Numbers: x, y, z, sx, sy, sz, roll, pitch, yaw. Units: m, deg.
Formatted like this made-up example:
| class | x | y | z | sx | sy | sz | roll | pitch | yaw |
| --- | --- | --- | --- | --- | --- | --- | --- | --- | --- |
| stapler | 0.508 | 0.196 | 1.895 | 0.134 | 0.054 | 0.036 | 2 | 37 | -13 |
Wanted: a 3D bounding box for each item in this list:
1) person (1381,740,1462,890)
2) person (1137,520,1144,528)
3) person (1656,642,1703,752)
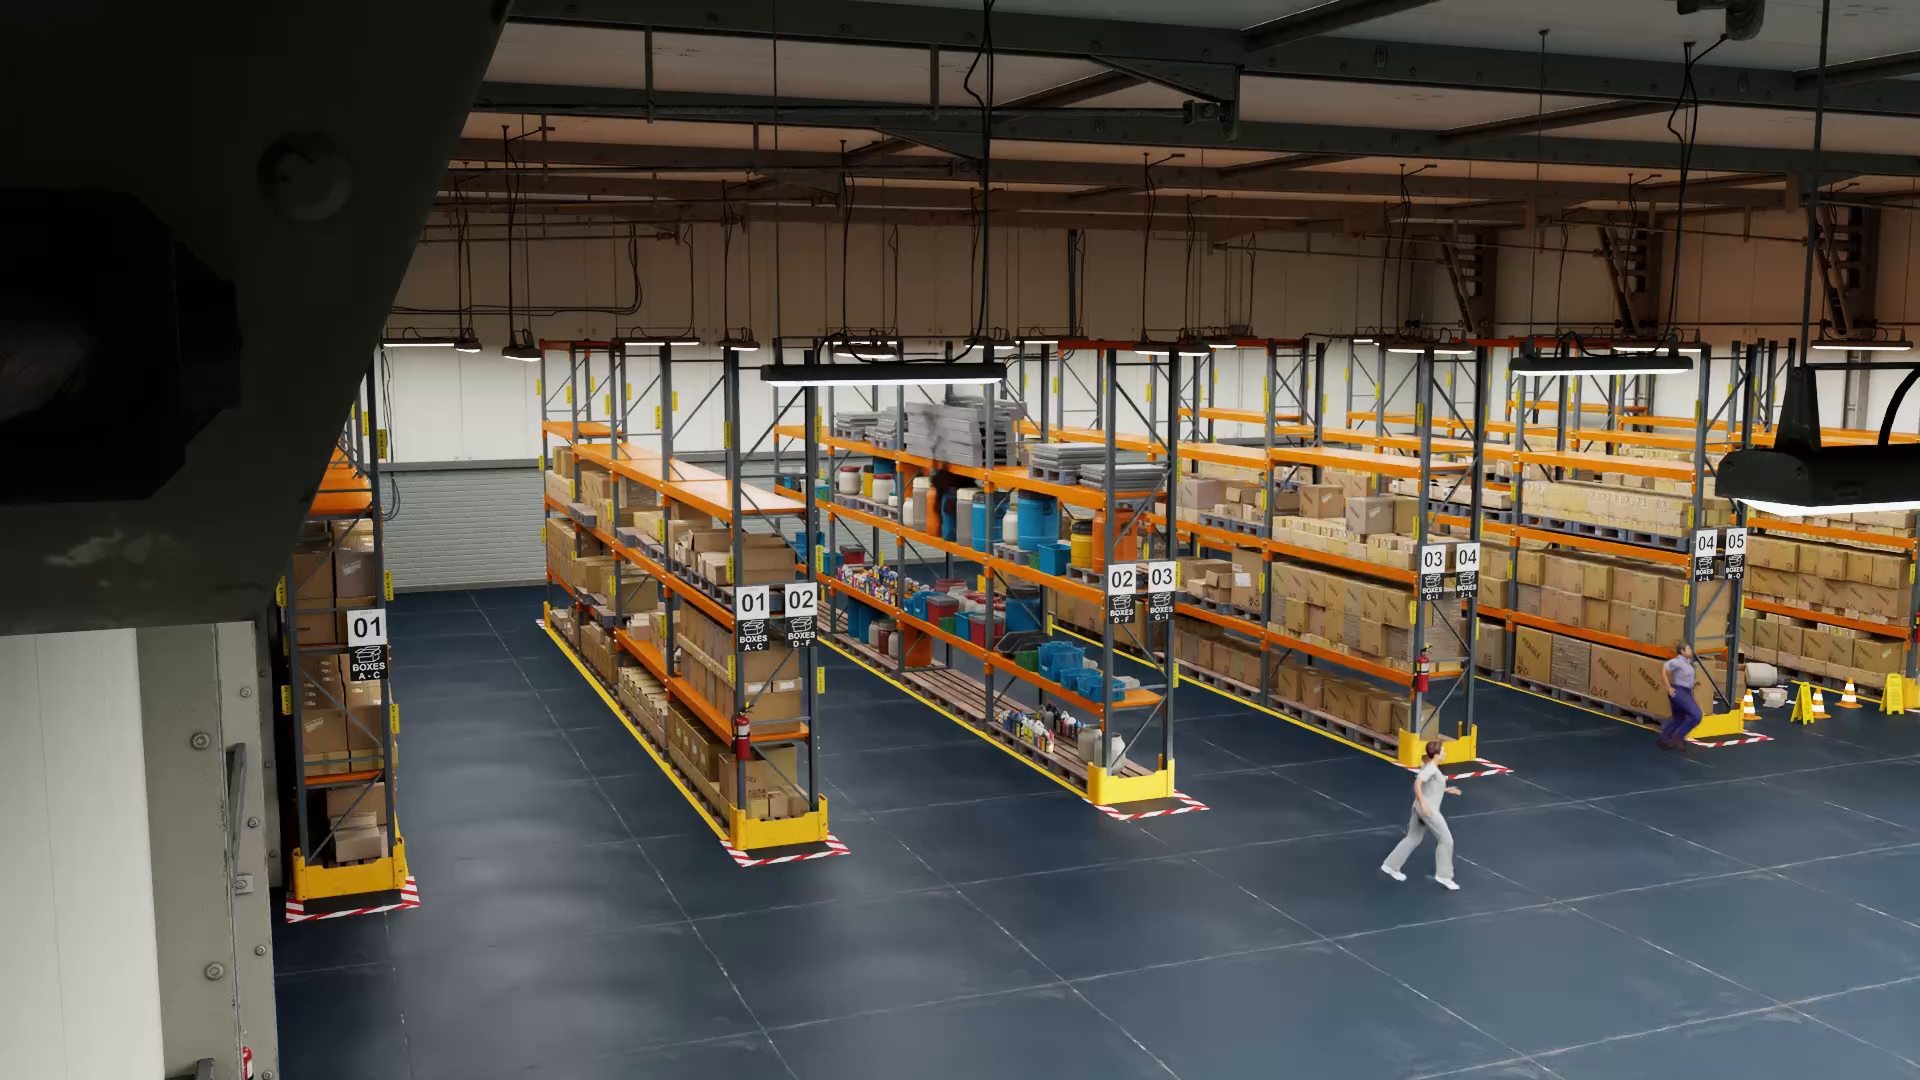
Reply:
| class | x | y | z | sx | sy | sz | roll | pitch | yaw |
| --- | --- | --- | --- | --- | --- | --- | --- | --- | --- |
| person | 5.211 | 3.089 | 18.718 | 0.884 | 1.706 | 0.497 | 0 | 7 | 0 |
| person | 4.327 | 0.276 | 40.511 | 0.604 | 1.568 | 0.876 | 3 | 8 | 23 |
| person | 10.752 | 2.319 | 24.768 | 0.633 | 1.594 | 0.608 | 4 | 8 | 29 |
